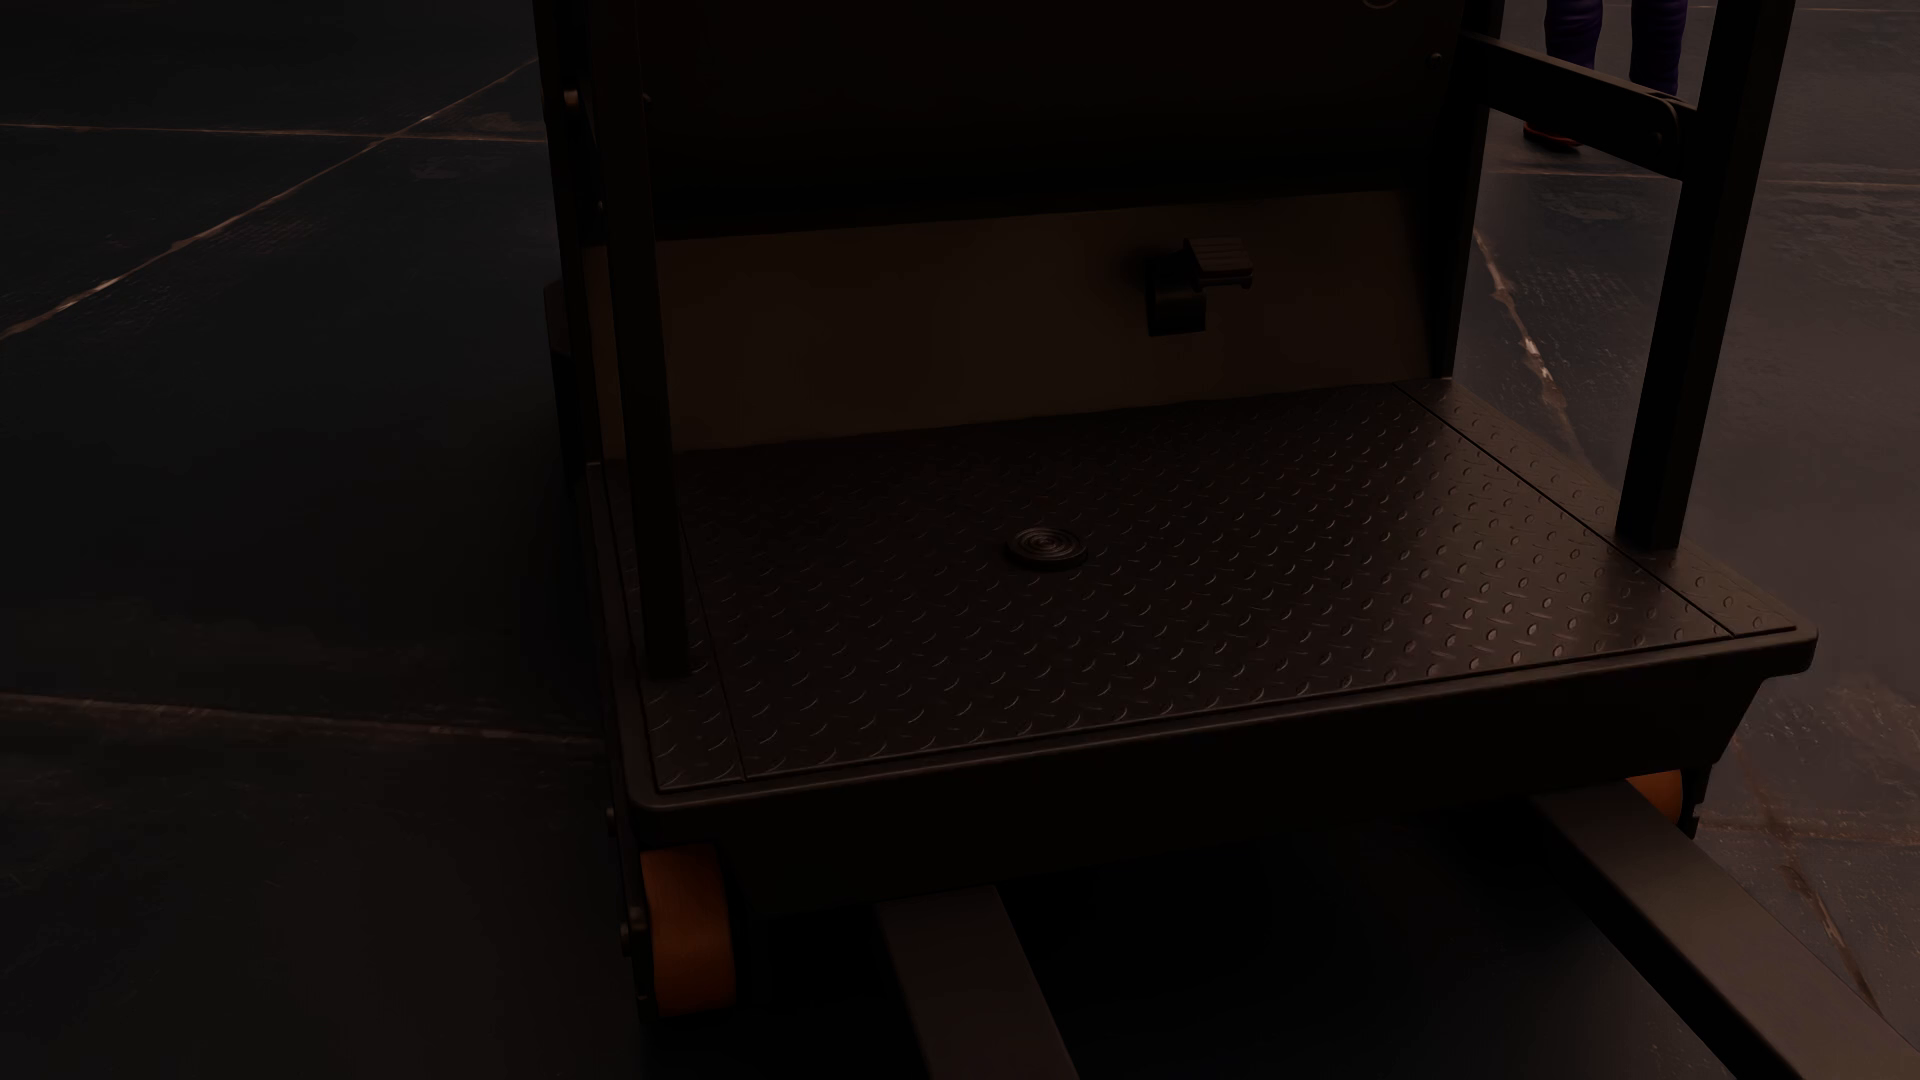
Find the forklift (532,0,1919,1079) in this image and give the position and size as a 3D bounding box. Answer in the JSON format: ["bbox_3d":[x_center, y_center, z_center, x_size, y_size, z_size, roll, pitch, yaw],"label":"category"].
[{"bbox_3d":[0.153,-1.049,1.319,1.130,2.935,3.031,-7,27,-13],"label":"forklift"}]

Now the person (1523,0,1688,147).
[{"bbox_3d":[1.776,-1.893,4.433,0.598,1.651,0.502,4,27,8],"label":"person"}]
